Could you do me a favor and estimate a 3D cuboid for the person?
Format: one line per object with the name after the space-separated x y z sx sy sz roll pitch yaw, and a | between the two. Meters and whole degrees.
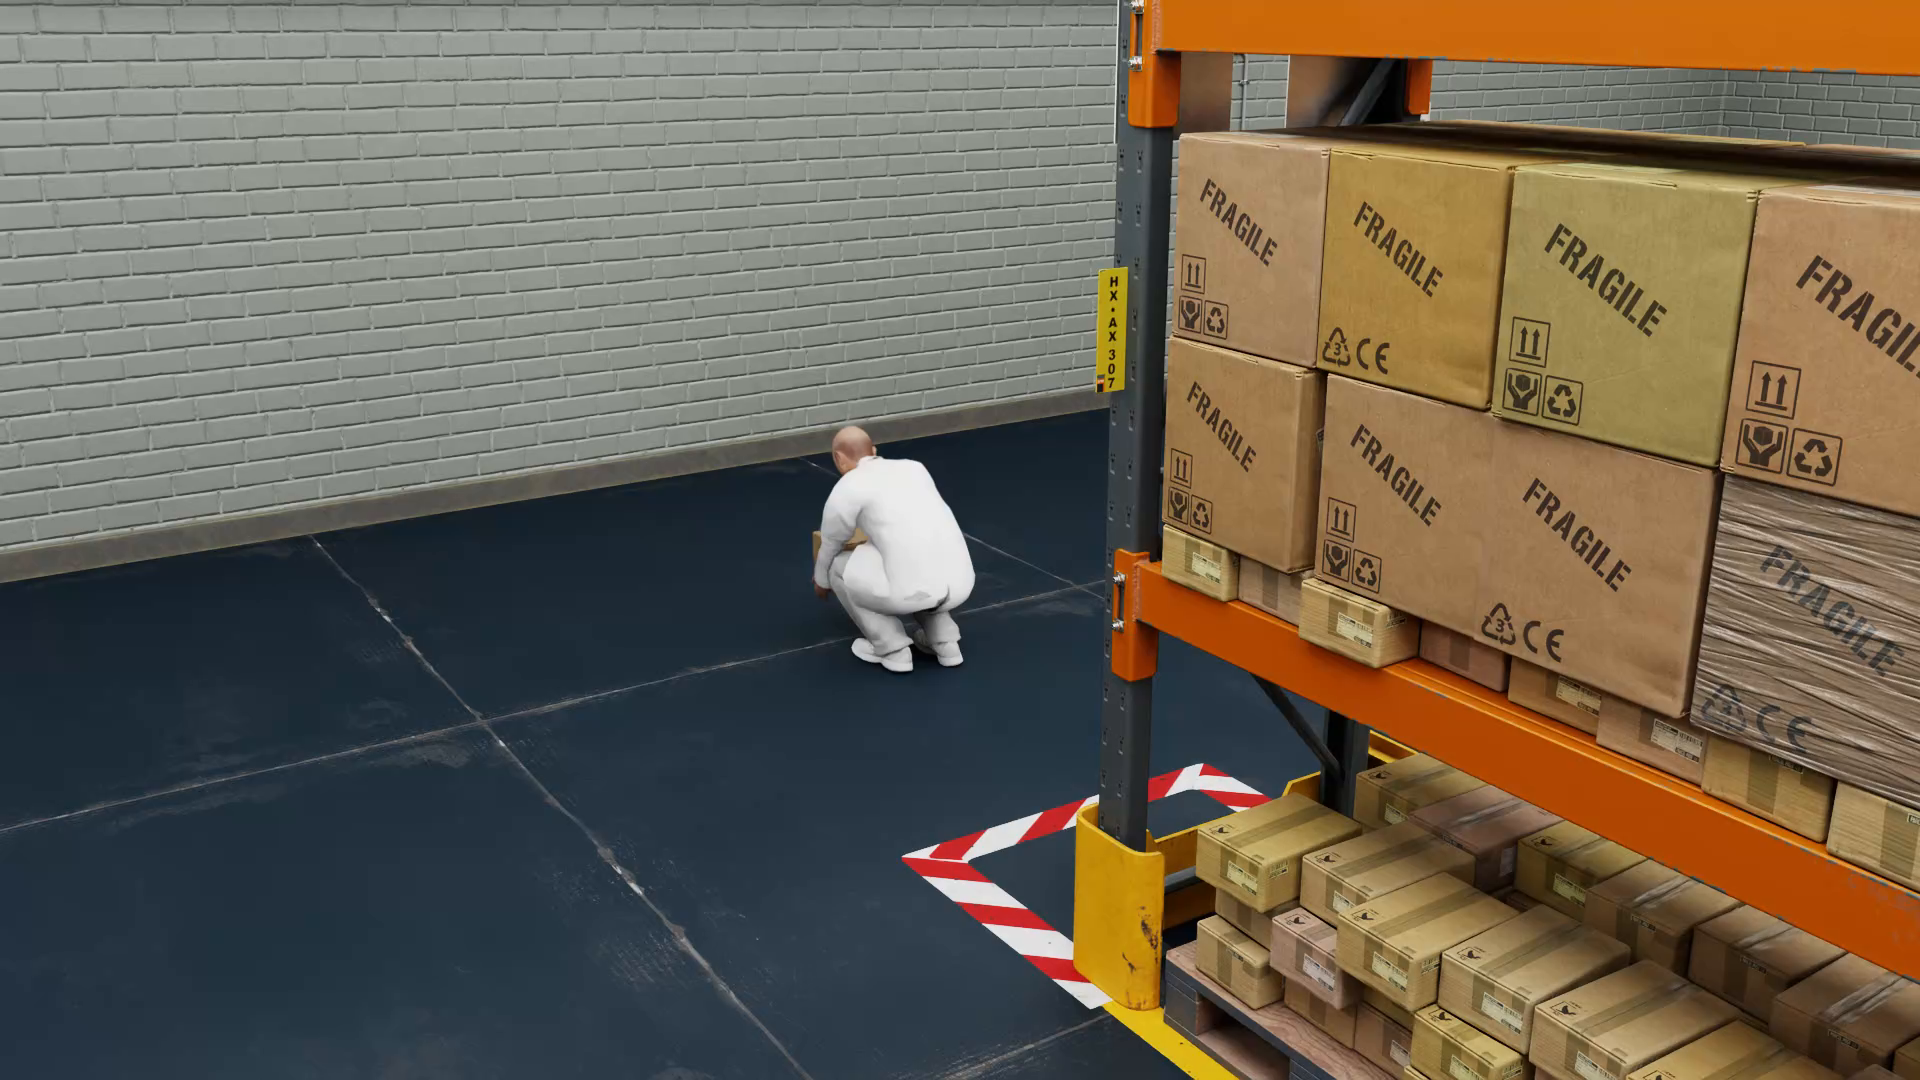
-0.307 0.022 7.301 0.592 0.996 0.901 -12 21 -32 | person
